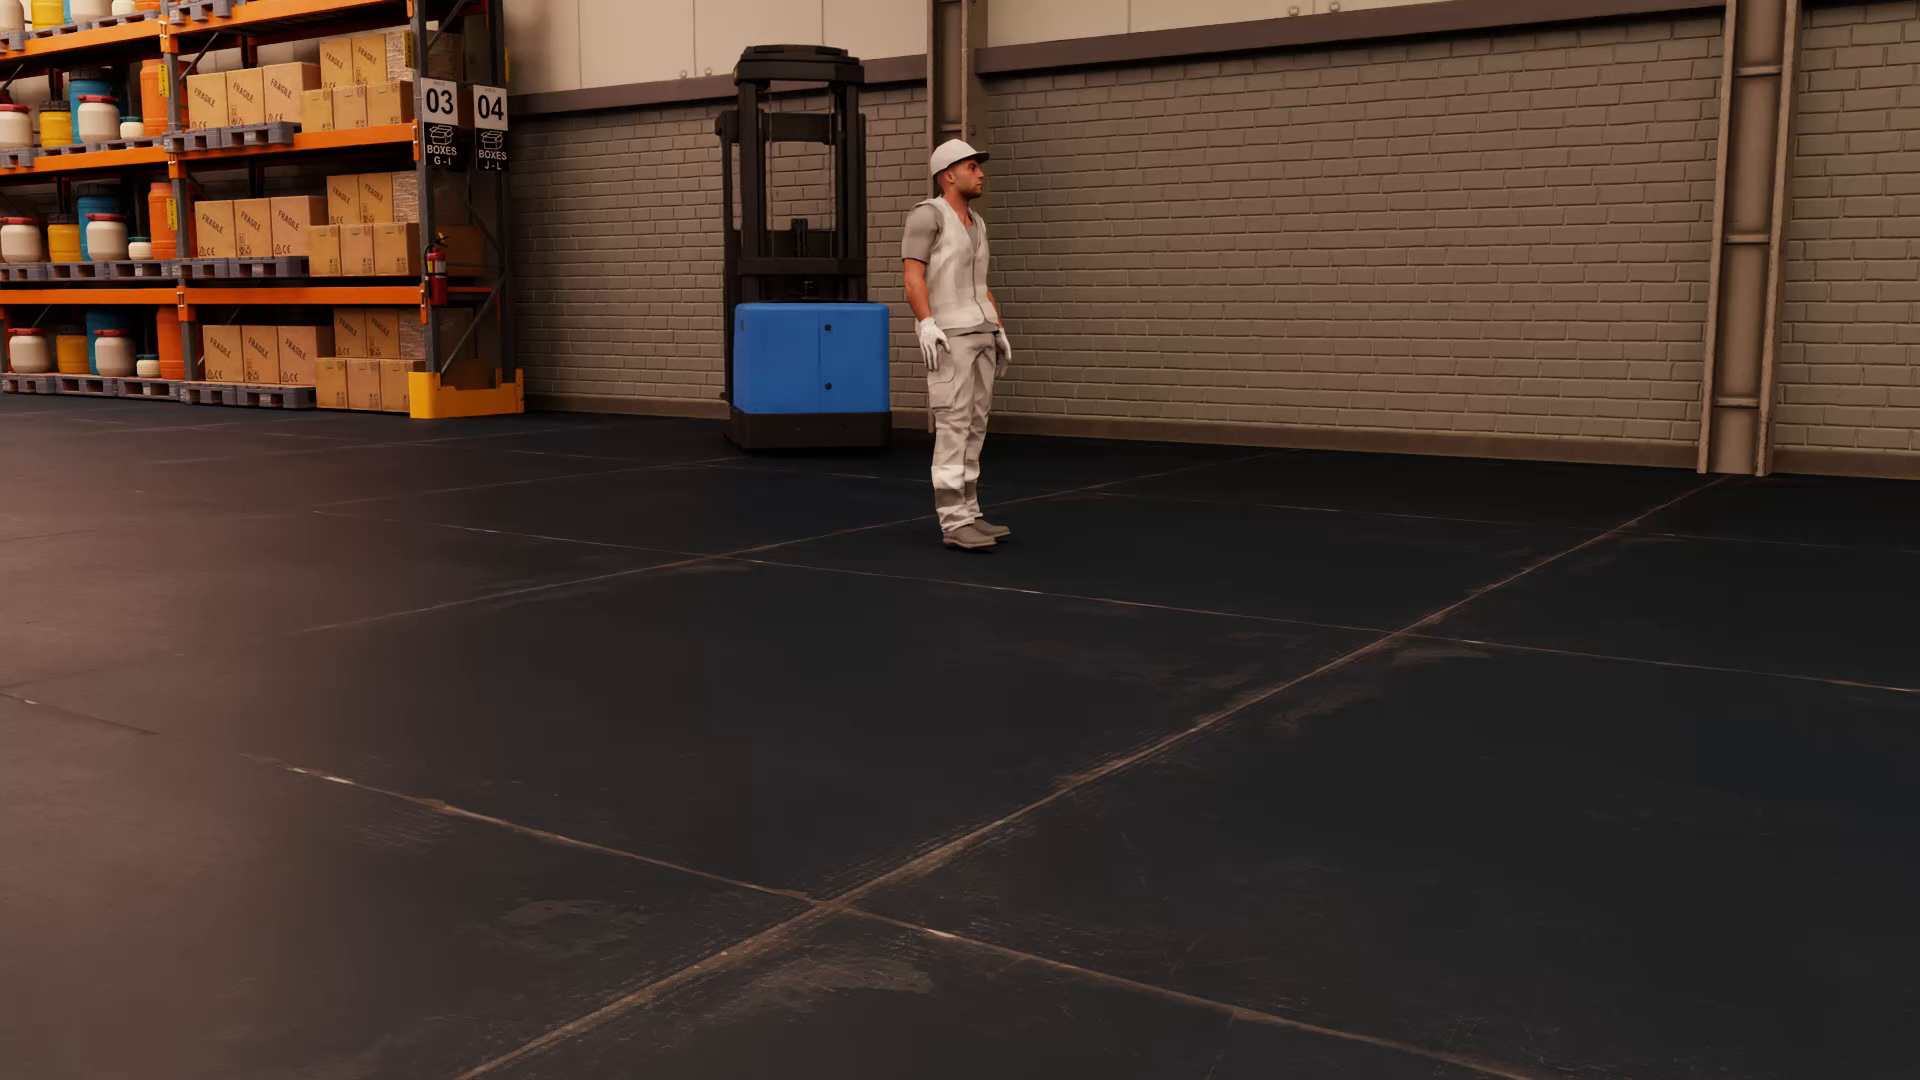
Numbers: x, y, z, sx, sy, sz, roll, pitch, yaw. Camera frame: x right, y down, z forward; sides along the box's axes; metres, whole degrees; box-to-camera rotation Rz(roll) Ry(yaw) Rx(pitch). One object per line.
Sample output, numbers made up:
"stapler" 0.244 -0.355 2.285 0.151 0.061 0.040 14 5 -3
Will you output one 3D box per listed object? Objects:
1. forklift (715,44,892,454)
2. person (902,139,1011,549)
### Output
"forklift" -1.307 -2.237 12.927 1.130 2.935 3.031 -2 8 -13
"person" 0.059 -0.885 7.422 0.564 1.787 0.637 5 10 34
